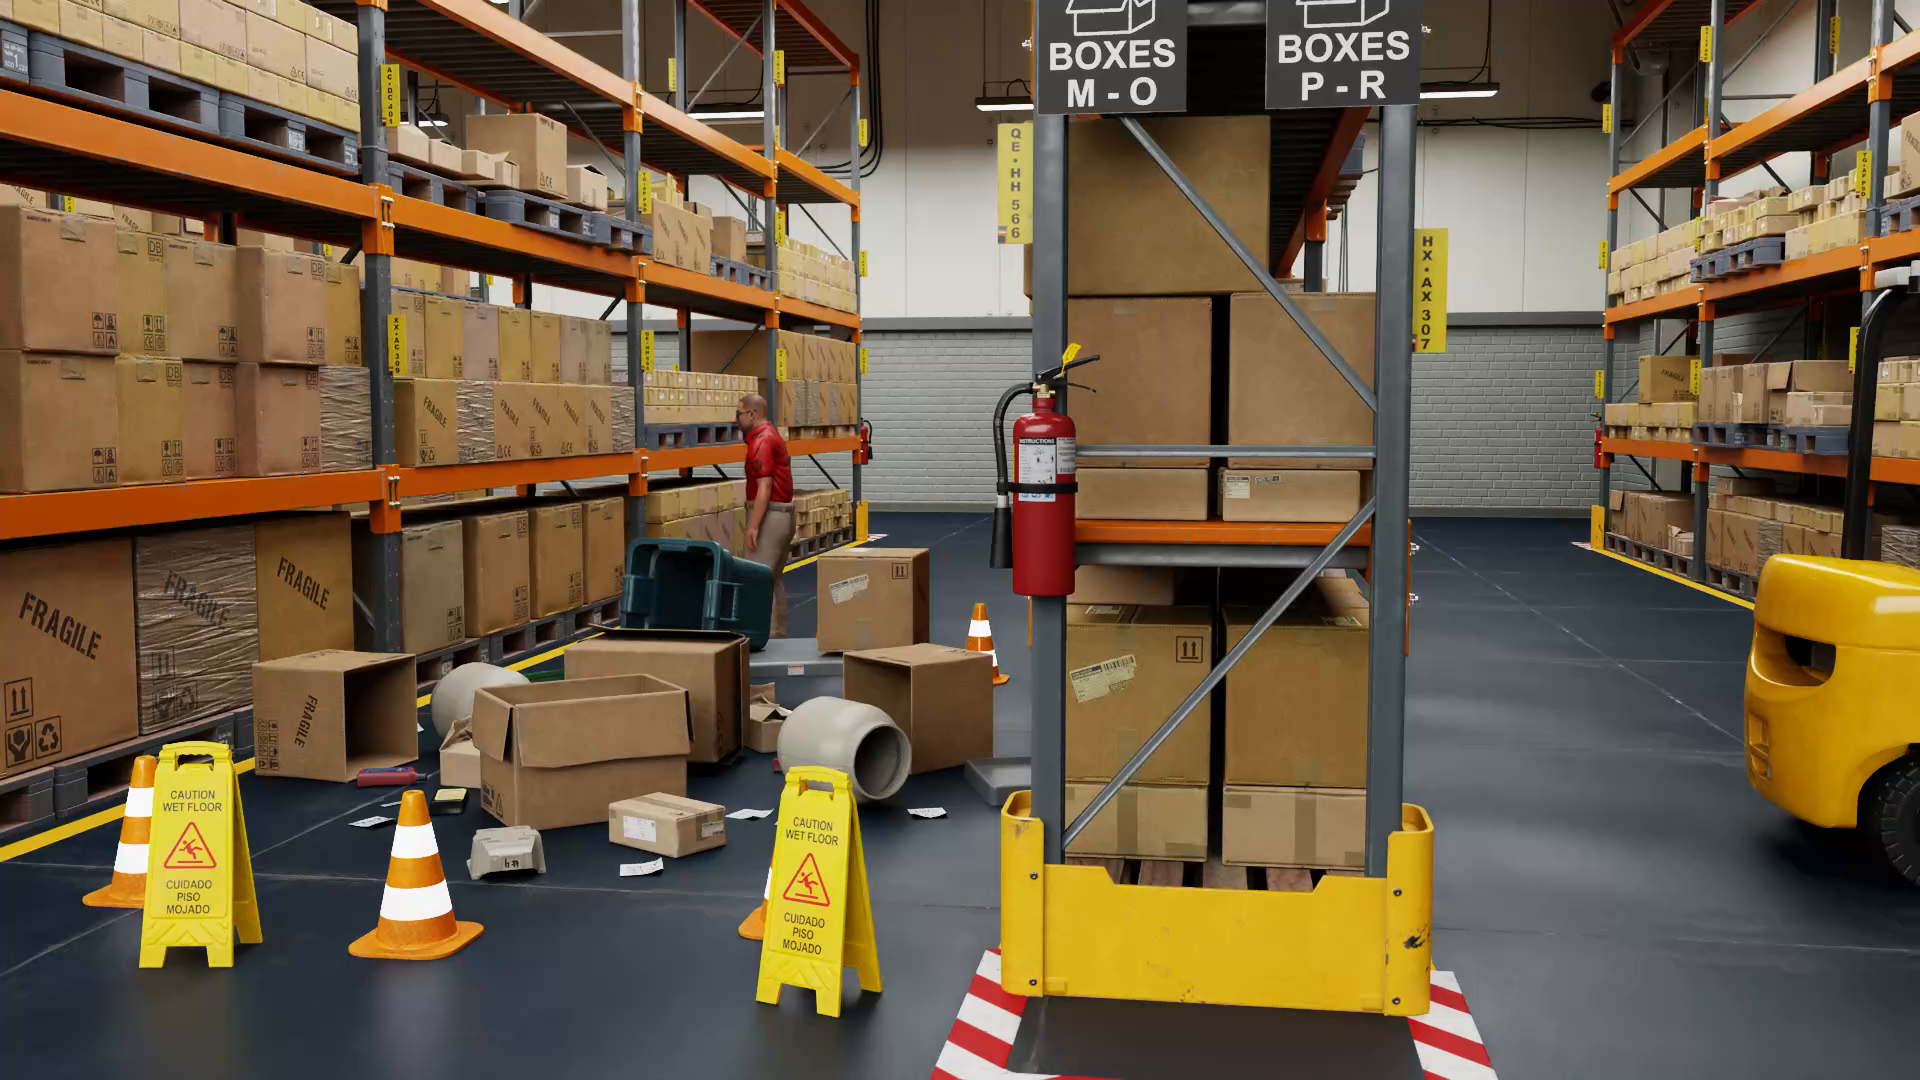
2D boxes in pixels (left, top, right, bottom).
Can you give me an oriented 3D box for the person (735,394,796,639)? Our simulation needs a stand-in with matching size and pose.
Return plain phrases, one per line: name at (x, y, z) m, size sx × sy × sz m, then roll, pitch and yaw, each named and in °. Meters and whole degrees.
person at (-1.284, -0.089, 10.881) m, size 0.393 × 1.726 × 0.606 m, roll 0°, pitch 4°, yaw 5°
